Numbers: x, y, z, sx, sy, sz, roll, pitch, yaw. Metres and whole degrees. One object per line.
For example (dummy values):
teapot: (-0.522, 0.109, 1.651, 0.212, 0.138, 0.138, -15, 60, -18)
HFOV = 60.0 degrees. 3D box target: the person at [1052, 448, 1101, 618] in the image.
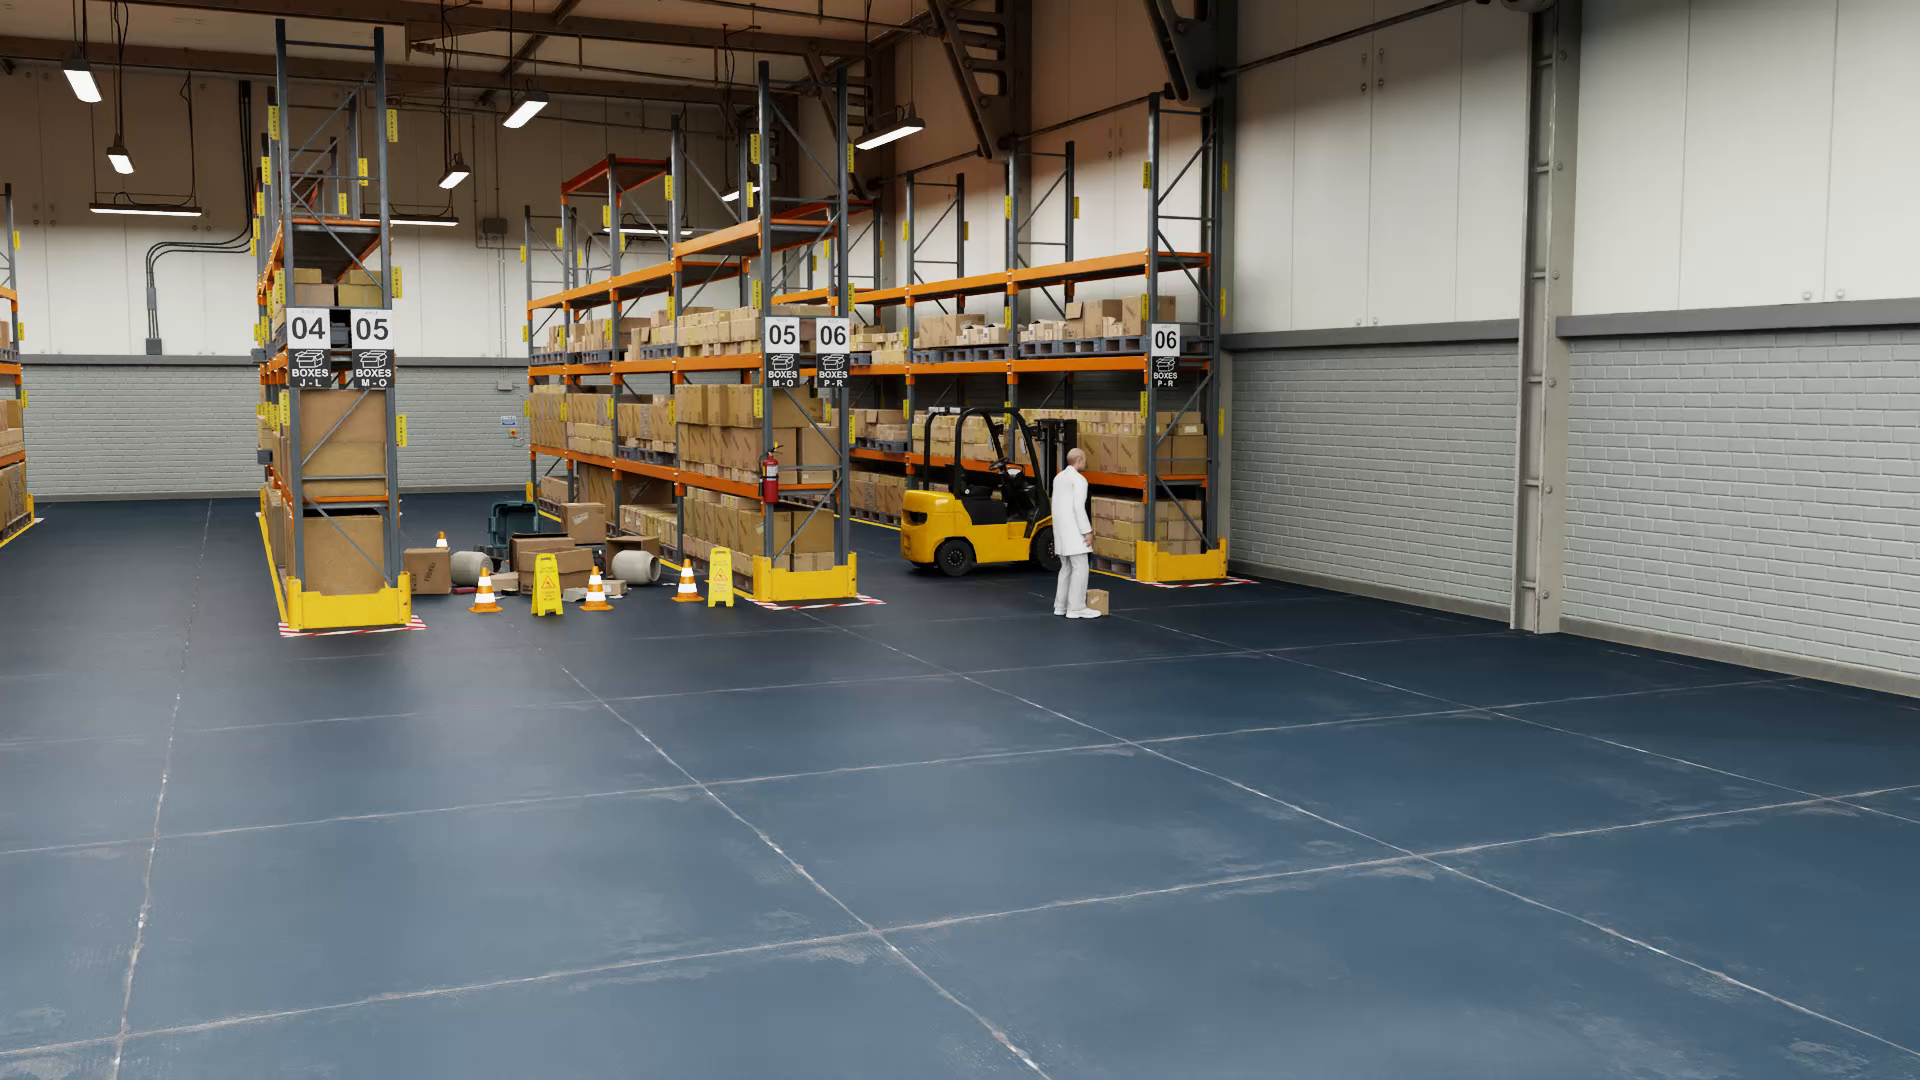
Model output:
person: (1.196, -0.082, 17.581, 0.422, 1.775, 0.642, -2, 6, -23)
